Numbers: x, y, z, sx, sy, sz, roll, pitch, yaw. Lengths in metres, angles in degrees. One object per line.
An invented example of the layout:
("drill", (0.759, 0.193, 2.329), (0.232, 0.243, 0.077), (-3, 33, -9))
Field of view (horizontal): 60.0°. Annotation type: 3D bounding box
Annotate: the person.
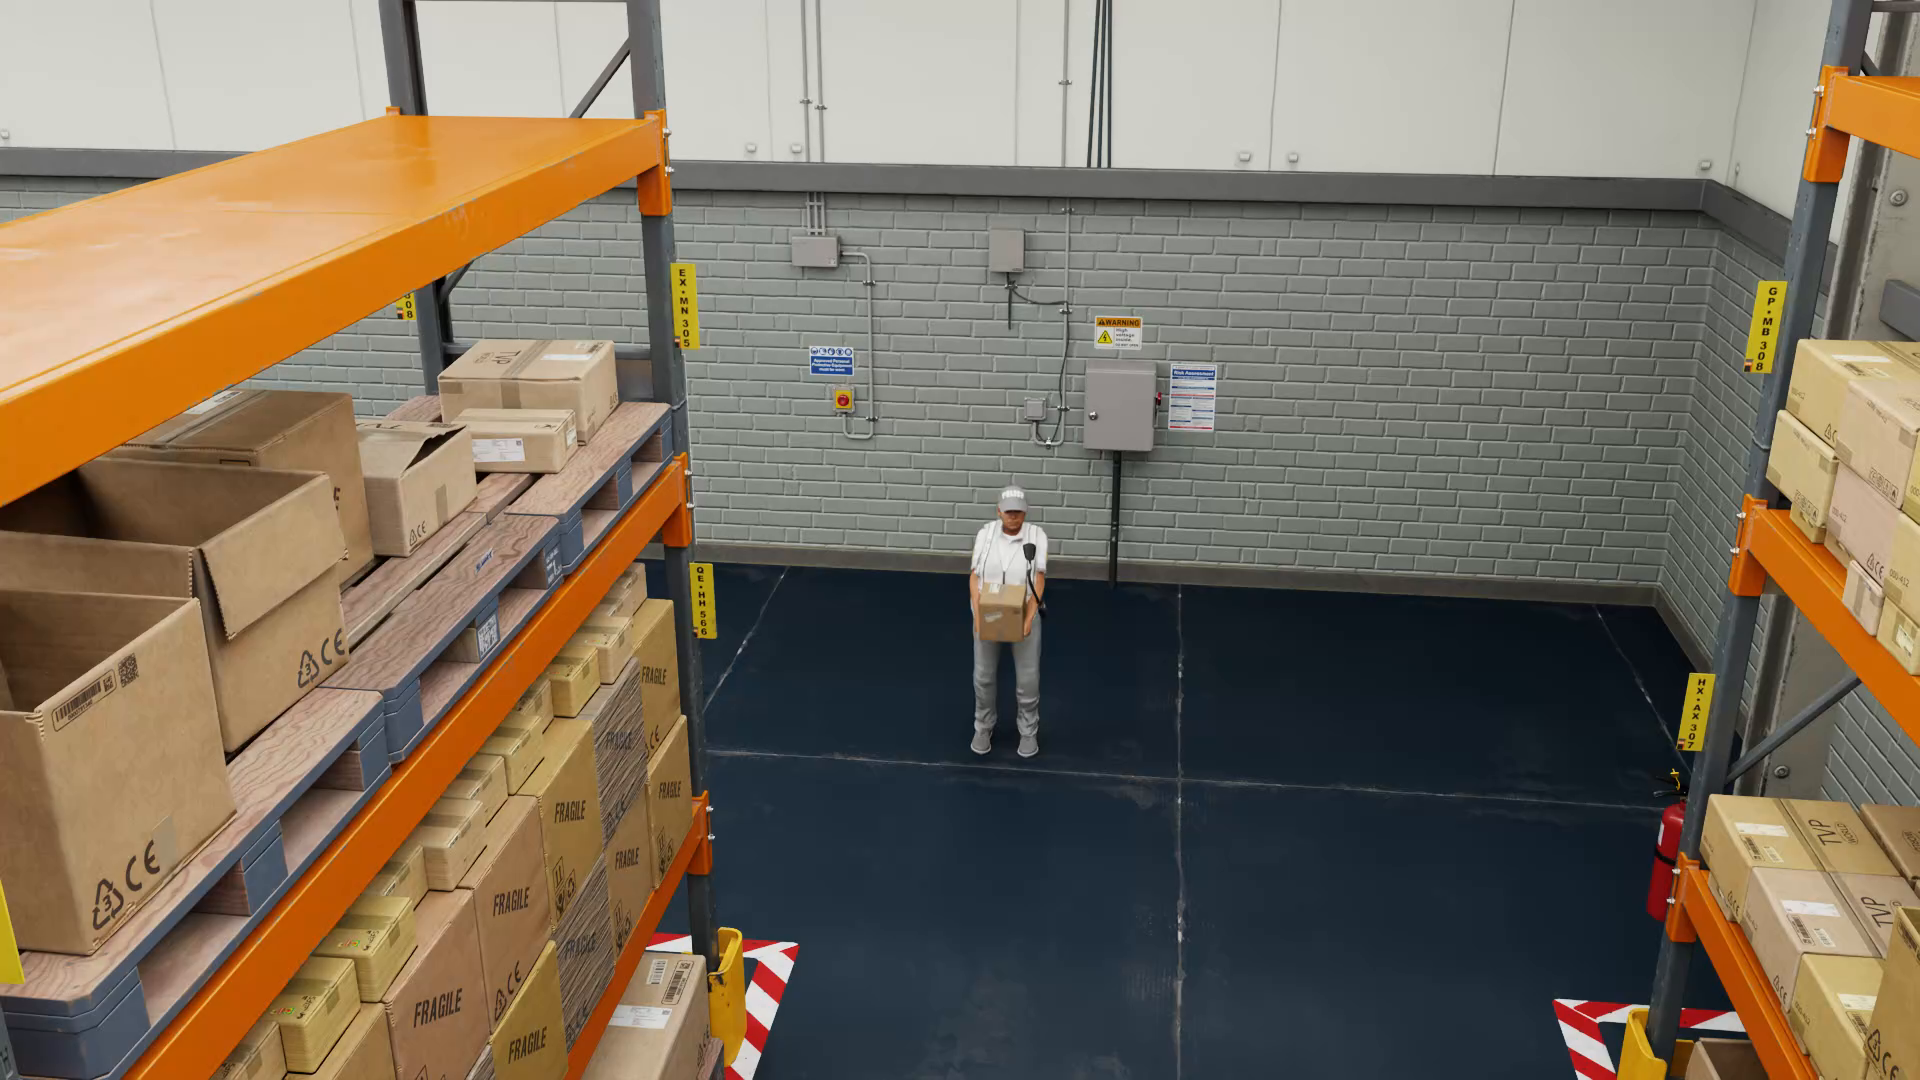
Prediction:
("person", (0.279, 0.499, 9.815), (0.455, 1.658, 0.535), (3, 21, 7))
